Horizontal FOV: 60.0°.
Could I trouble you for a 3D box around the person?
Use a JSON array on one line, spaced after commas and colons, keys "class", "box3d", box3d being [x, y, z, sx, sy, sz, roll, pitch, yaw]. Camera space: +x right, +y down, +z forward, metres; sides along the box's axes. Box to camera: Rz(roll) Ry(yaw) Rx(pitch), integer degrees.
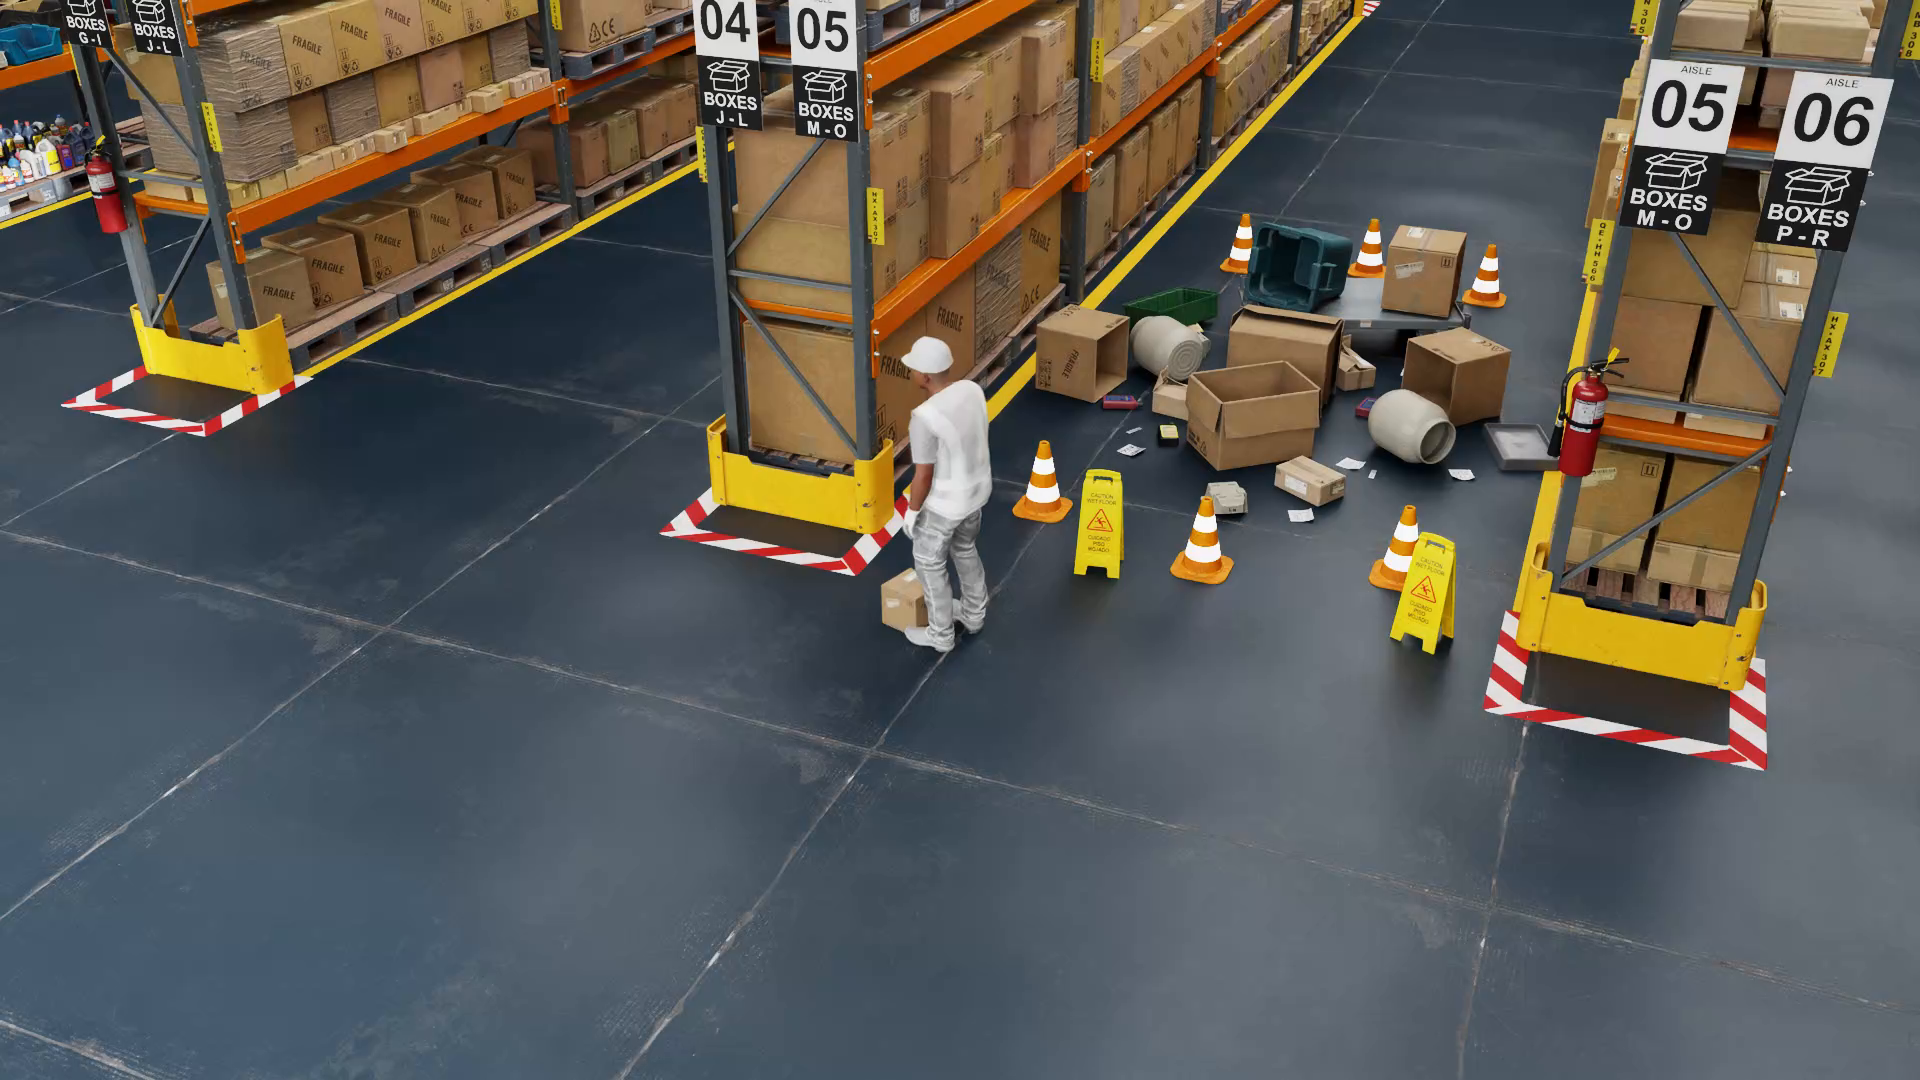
[{"class": "person", "box3d": [-0.081, -0.239, 8.815, 0.451, 1.773, 0.623, 20, 35, 32]}]
